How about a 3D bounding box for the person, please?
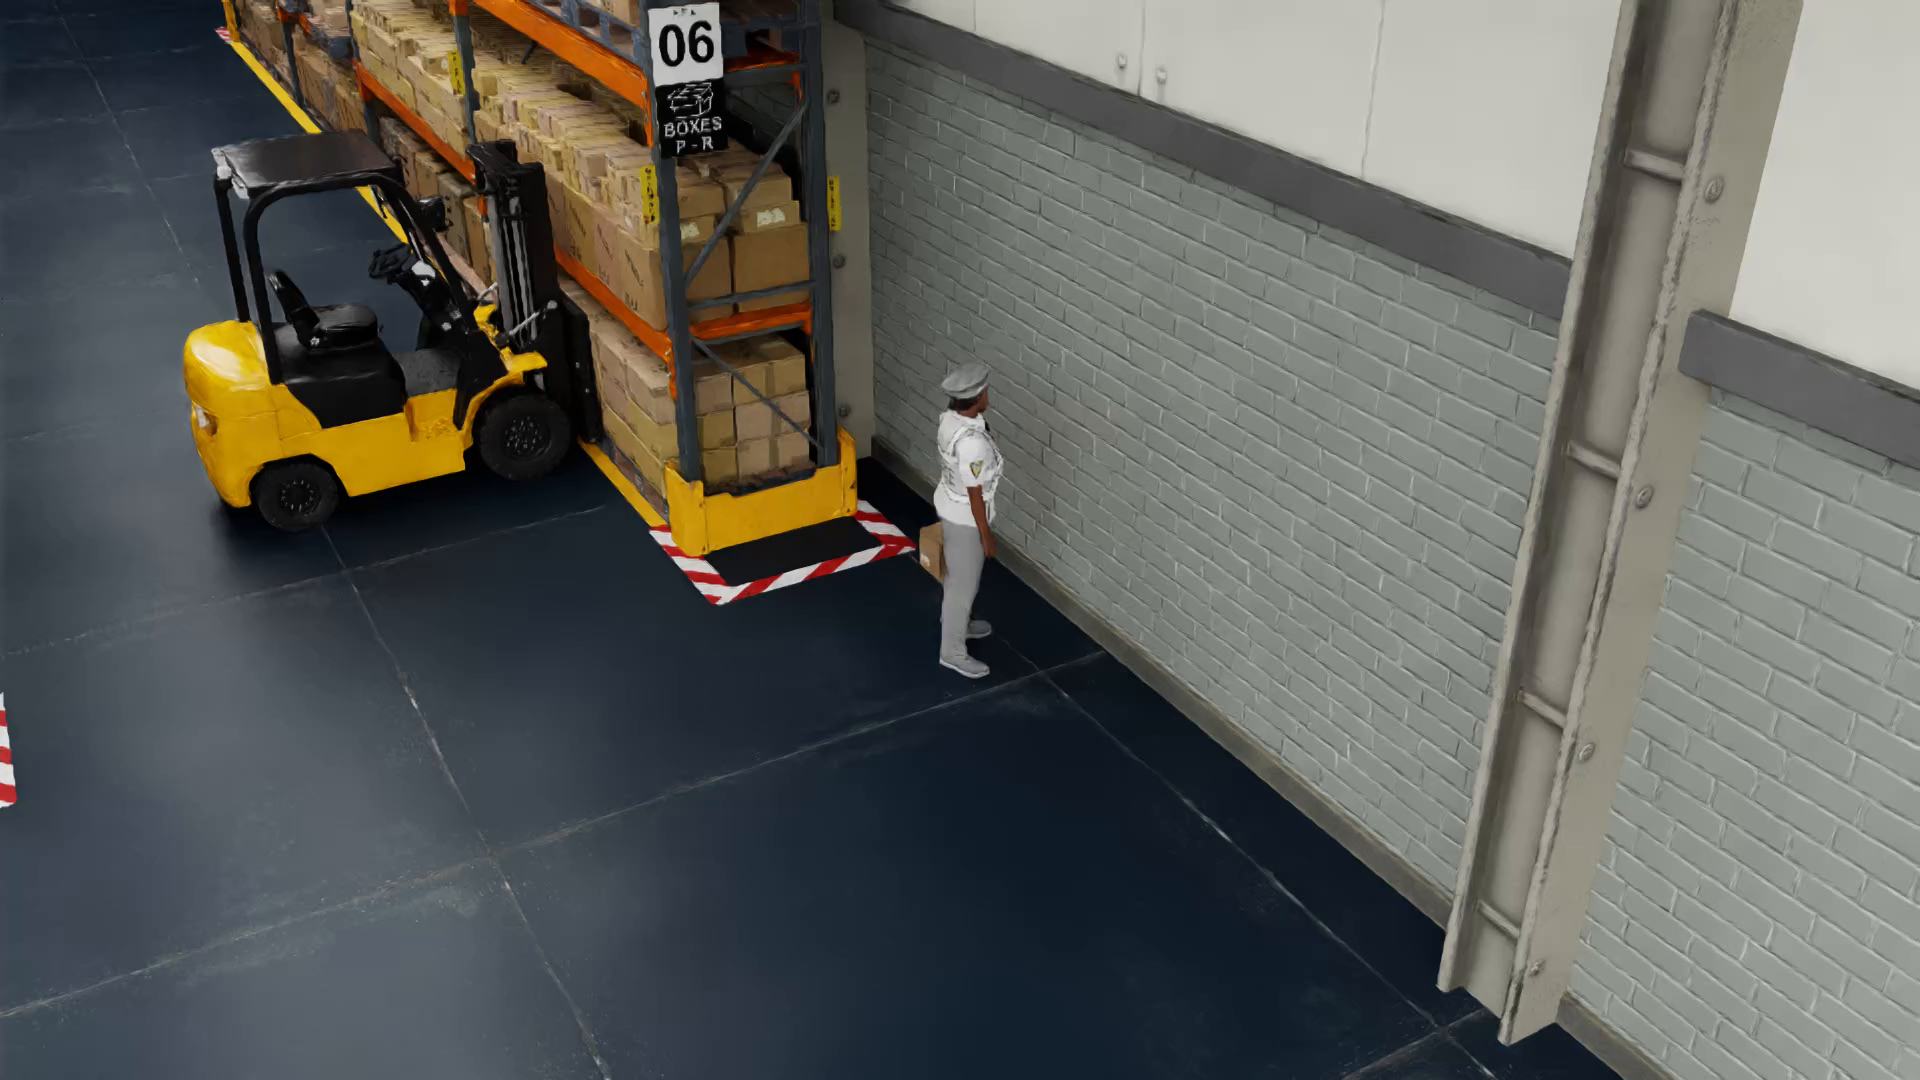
[{"bbox_3d":[0.041,-0.116,8.718,0.353,1.679,0.553,-5,30,-9],"label":"person"}]
